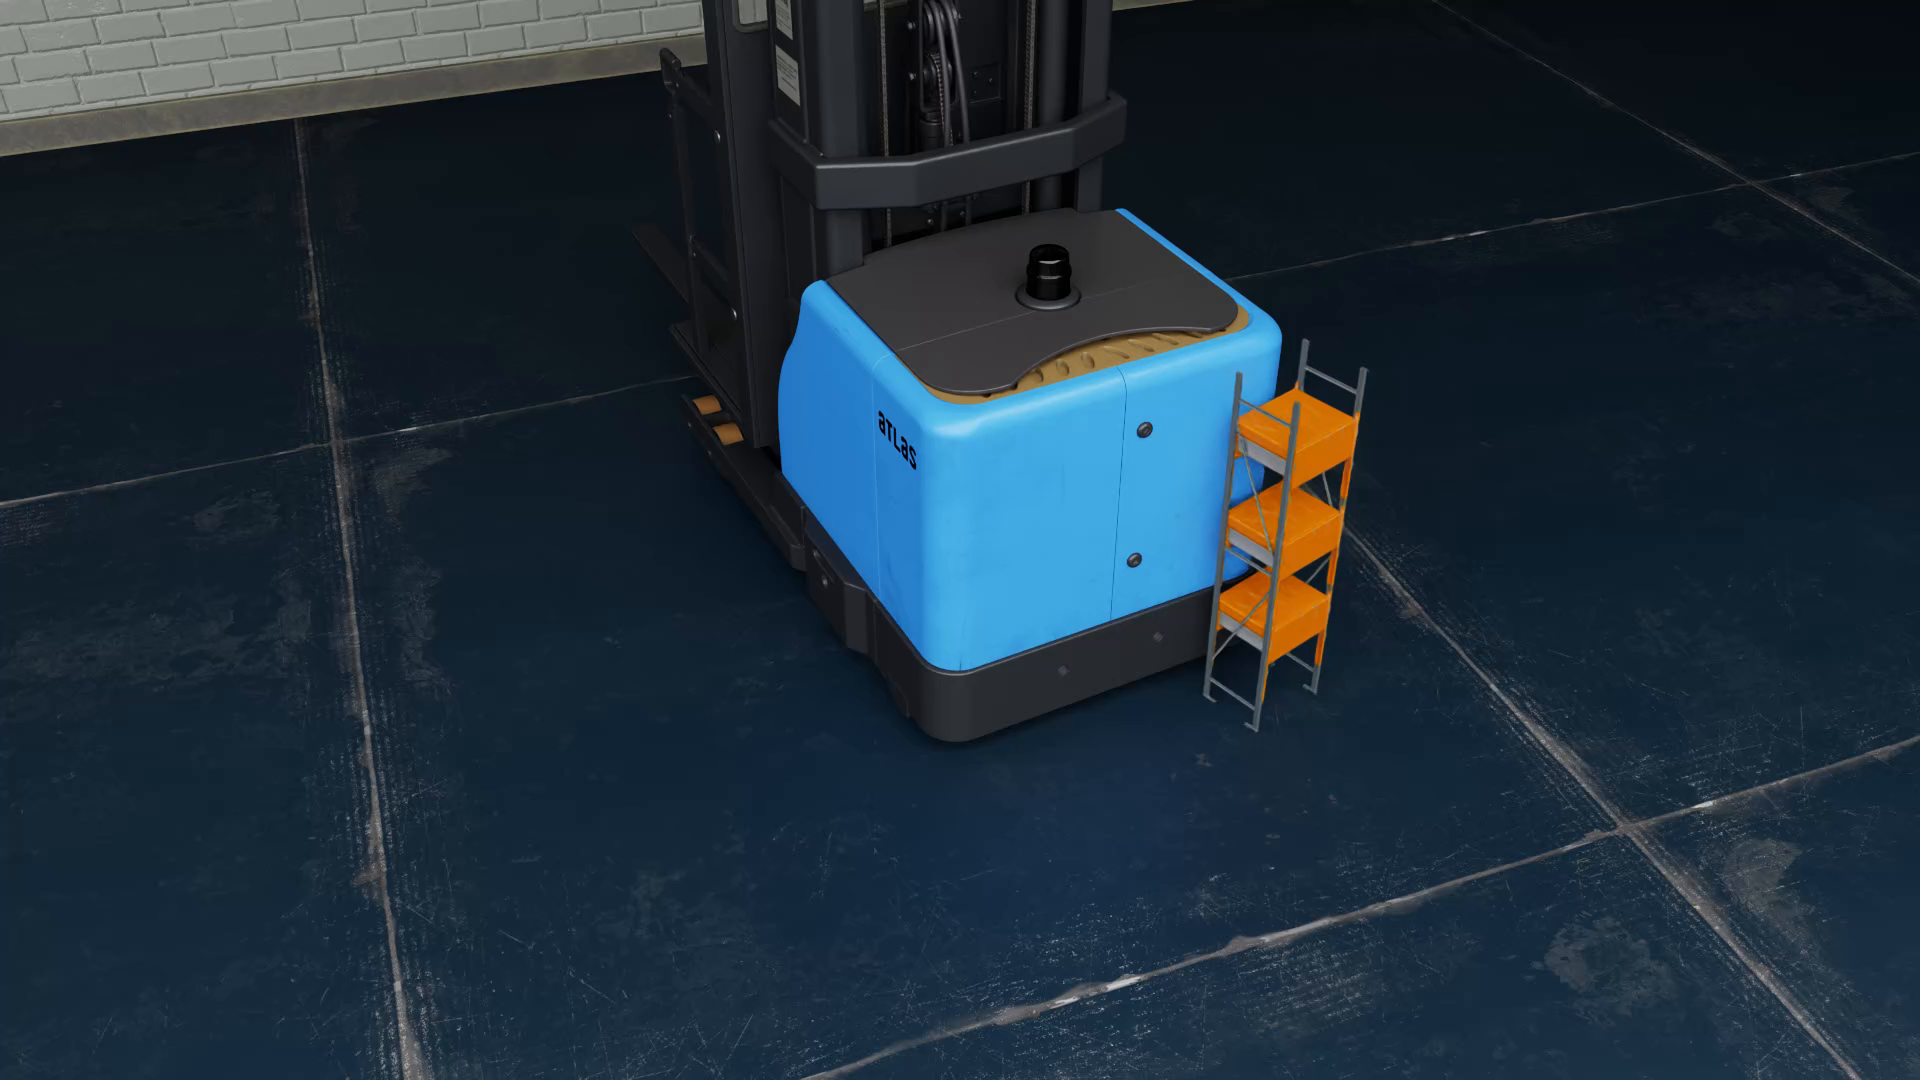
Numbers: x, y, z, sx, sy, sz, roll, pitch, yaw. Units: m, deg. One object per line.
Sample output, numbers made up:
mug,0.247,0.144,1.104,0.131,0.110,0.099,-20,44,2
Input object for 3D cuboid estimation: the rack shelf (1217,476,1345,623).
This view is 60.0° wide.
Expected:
rack shelf,0.838,0.019,4.367,0.240,0.259,0.215,-27,44,-31

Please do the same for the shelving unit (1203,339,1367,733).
shelving unit,0.838,0.010,4.361,0.252,1.050,0.215,-27,44,-31

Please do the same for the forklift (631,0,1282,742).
forklift,-0.290,-1.507,4.814,1.130,2.935,3.031,-17,40,-22

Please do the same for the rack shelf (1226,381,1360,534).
rack shelf,0.835,-0.210,4.199,0.240,0.259,0.215,-27,44,-31

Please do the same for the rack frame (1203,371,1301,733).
rack frame,0.744,0.057,4.298,0.008,1.050,0.200,-27,44,-31

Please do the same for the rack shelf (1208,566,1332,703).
rack shelf,0.840,0.243,4.531,0.240,0.259,0.215,-27,44,-31

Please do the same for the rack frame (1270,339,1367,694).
rack frame,0.931,-0.037,4.423,0.008,1.050,0.200,-27,44,-31
